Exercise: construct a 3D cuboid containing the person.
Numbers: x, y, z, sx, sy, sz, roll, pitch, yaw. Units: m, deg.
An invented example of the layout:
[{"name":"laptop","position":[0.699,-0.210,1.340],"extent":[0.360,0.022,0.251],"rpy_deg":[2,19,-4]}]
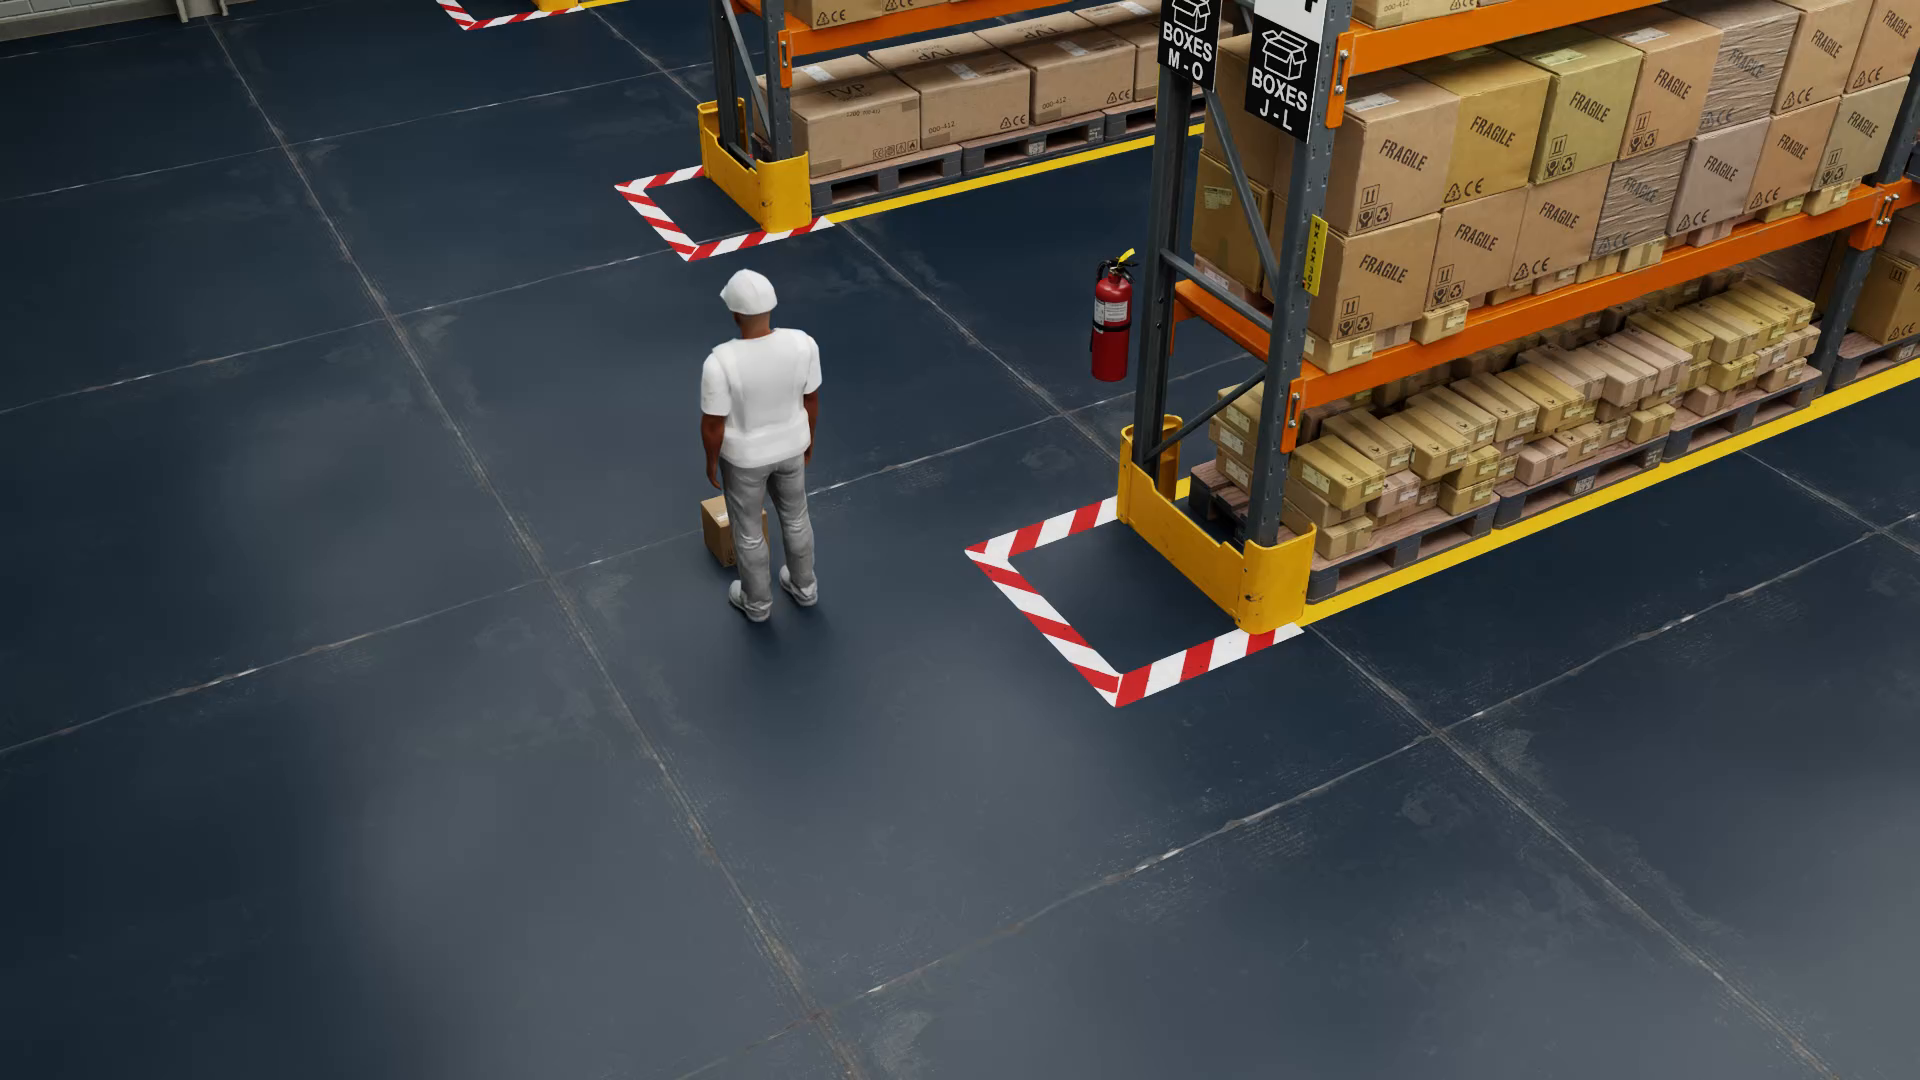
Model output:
[{"name":"person","position":[-0.890,-0.415,7.467],"extent":[0.562,1.764,0.366],"rpy_deg":[-18,40,-23]}]
